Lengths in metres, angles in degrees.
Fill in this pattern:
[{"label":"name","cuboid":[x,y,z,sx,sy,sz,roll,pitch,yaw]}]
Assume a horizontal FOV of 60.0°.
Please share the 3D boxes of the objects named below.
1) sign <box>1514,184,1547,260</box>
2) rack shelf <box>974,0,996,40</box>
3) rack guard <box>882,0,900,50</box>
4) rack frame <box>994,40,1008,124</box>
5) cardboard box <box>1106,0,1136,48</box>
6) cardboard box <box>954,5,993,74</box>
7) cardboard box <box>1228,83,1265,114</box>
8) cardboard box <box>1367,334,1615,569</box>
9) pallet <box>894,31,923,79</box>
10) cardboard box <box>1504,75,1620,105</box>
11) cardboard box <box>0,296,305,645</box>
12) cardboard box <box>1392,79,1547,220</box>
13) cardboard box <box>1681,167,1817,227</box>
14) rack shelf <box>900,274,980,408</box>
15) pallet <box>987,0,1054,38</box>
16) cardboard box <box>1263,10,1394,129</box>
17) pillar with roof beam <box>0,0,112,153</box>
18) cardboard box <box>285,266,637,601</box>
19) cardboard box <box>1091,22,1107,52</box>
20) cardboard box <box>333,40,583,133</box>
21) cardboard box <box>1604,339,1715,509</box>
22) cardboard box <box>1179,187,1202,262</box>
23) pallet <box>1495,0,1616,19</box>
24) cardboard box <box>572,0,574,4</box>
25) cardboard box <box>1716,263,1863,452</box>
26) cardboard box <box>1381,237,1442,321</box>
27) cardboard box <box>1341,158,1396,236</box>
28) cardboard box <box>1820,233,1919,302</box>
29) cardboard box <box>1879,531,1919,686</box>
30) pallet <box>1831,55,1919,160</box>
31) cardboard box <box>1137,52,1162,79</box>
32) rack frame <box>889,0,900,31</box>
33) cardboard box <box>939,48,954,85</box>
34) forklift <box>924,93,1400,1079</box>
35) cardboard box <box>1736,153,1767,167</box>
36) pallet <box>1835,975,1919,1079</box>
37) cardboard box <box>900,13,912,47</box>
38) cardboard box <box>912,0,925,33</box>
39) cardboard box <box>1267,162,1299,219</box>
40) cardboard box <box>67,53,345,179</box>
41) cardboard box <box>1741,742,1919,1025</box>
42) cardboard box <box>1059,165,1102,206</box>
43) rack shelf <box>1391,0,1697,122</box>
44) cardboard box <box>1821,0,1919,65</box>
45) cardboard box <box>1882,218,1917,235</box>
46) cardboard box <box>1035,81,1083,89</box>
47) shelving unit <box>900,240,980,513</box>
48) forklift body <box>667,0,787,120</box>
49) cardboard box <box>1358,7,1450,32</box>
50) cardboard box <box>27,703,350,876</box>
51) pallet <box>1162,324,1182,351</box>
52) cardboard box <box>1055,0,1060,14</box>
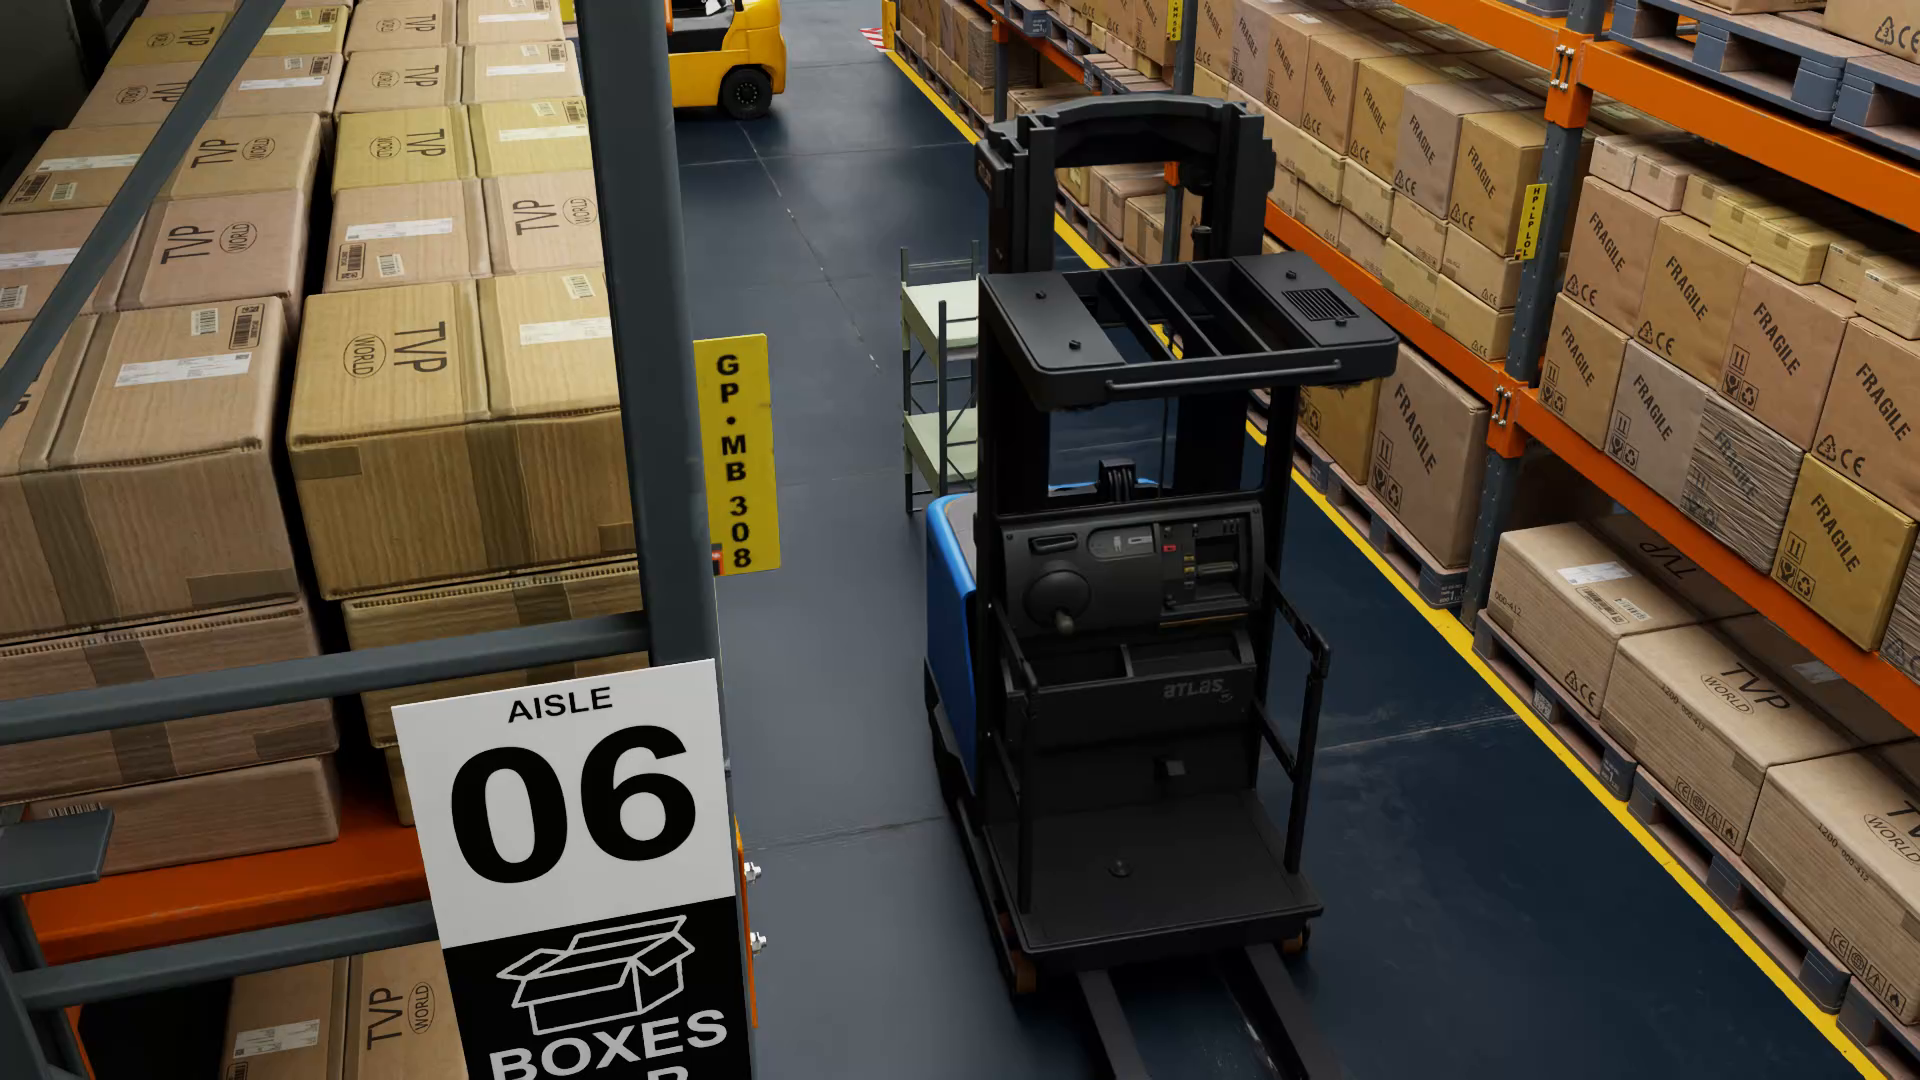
[{"label":"sign","cuboid":[2.399,-1.334,6.984,0.100,0.325,0.005,-8,31,-13]},{"label":"rack shelf","cuboid":[0.265,-5.463,15.911,1.077,0.370,4.000,-8,31,-13]},{"label":"rack guard","cuboid":[-0.245,-5.621,17.963,1.175,0.500,0.348,-8,31,-13]},{"label":"rack frame","cuboid":[0.796,-4.808,14.062,1.000,3.000,0.127,-8,31,-13]},{"label":"cardboard box","cuboid":[1.322,-3.661,11.264,0.500,0.500,0.500,-8,31,-14]},{"label":"cardboard box","cuboid":[0.244,-4.620,15.314,0.500,0.500,0.500,-7,31,-12]},{"label":"cardboard box","cuboid":[1.891,-2.500,9.726,0.500,0.250,0.500,-7,31,-12]},{"label":"cardboard box","cuboid":[2.678,-0.495,8.313,0.875,0.875,0.875,-7,31,-12]},{"label":"pallet","cuboid":[-0.064,-5.099,17.349,1.003,0.211,1.213,-8,31,-13]},{"label":"cardboard box","cuboid":[2.918,-1.913,7.963,0.500,0.500,0.500,-8,31,-14]},{"label":"cardboard box","cuboid":[-1.190,-0.106,2.299,0.500,0.250,0.500,-9,31,-15]},{"label":"cardboard box","cuboid":[2.415,-1.851,7.856,0.500,0.500,0.500,-7,31,-12]},{"label":"cardboard box","cuboid":[2.945,-1.274,6.212,0.380,0.149,0.250,-8,31,-14]},{"label":"rack shelf","cuboid":[-0.002,-0.990,8.184,0.431,0.370,0.720,-8,31,-13]},{"label":"pallet","cuboid":[0.859,-4.336,13.439,1.003,0.211,1.213,-8,31,-13]},{"label":"cardboard box","cuboid":[2.017,-2.591,9.134,0.500,0.500,0.500,-7,31,-12]},{"label":"pillar with roof beam","cuboid":[1.601,-2.995,4.942,9.100,9.000,0.400,-8,31,-13]},{"label":"cardboard box","cuboid":[-0.679,-0.177,2.420,0.500,0.250,0.500,-8,31,-14]},{"label":"cardboard box","cuboid":[1.147,-3.565,11.747,0.380,0.149,0.250,-7,31,-12]},{"label":"cardboard box","cuboid":[-1.087,-0.910,3.688,0.500,0.250,0.500,-7,31,-12]},{"label":"cardboard box","cuboid":[2.921,-0.482,6.489,0.500,0.500,0.500,-8,31,-13]},{"label":"cardboard box","cuboid":[1.961,-1.794,10.556,0.875,0.875,0.875,-8,31,-14]},{"label":"pallet","cuboid":[2.629,-2.596,7.437,0.805,0.209,1.217,-9,31,-15]},{"label":"cardboard box","cuboid":[-1.596,-2.024,5.989,0.380,0.149,0.250,-8,31,-13]},{"label":"cardboard box","cuboid":[3.066,-0.664,5.805,0.500,0.500,0.500,-7,31,-12]},{"label":"cardboard box","cuboid":[2.424,-1.308,8.166,0.500,0.250,0.500,-8,31,-14]},{"label":"cardboard box","cuboid":[2.285,-1.766,8.457,0.500,0.250,0.500,-7,31,-12]},{"label":"cardboard box","cuboid":[3.141,-0.904,5.571,0.380,0.149,0.250,-8,31,-13]},{"label":"cardboard box","cuboid":[3.333,0.255,5.215,0.500,0.500,0.500,-7,31,-12]},{"label":"pallet","cuboid":[3.447,-1.219,4.956,1.003,0.211,1.213,-8,31,-13]},{"label":"cardboard box","cuboid":[1.403,-3.196,11.109,0.380,0.149,0.250,-7,31,-13]},{"label":"rack frame","cuboid":[-0.265,-6.740,17.400,1.000,3.000,0.127,-8,31,-13]},{"label":"cardboard box","cuboid":[0.099,-4.552,15.945,0.500,0.250,0.500,-7,31,-13]},{"label":"forklift","cuboid":[0.651,0.150,5.565,1.130,2.935,3.031,-6,31,-10]},{"label":"cardboard box","cuboid":[3.274,-1.453,6.520,0.380,0.149,0.250,-7,31,-12]},{"label":"pallet","cuboid":[3.694,1.819,5.397,1.003,0.211,1.213,-8,31,-13]},{"label":"cardboard box","cuboid":[-0.318,-5.305,17.247,0.500,0.250,0.500,-8,31,-14]},{"label":"cardboard box","cuboid":[-0.168,-5.366,16.604,0.500,0.500,0.500,-9,31,-15]},{"label":"cardboard box","cuboid":[2.032,-2.042,9.432,0.500,0.250,0.500,-7,31,-12]},{"label":"cardboard box","cuboid":[-1.581,-0.850,3.584,0.500,0.250,0.500,-8,31,-13]},{"label":"cardboard box","cuboid":[3.459,1.169,5.875,0.875,0.438,0.875,-7,31,-12]},{"label":"cardboard box","cuboid":[1.318,-2.917,12.999,0.950,0.372,0.625,-7,31,-12]},{"label":"rack shelf","cuboid":[2.389,-2.897,8.484,1.077,0.370,4.000,-8,31,-13]},{"label":"cardboard box","cuboid":[3.309,-1.865,5.361,0.797,0.503,0.637,-5,31,-9]},{"label":"cardboard box","cuboid":[3.516,-1.095,5.902,0.380,0.149,0.250,-8,31,-14]},{"label":"cardboard box","cuboid":[0.900,-4.121,15.200,0.500,0.250,0.500,-9,31,-16]},{"label":"shelving unit","cuboid":[-0.002,-0.652,8.380,0.431,1.500,0.755,-8,31,-13]},{"label":"forklift body","cuboid":[-2.788,-5.037,15.306,2.313,2.155,1.214,-8,31,-13]},{"label":"cardboard box","cuboid":[2.517,-2.650,9.236,0.500,0.500,0.500,-8,31,-13]},{"label":"cardboard box","cuboid":[-1.111,0.336,2.431,0.380,0.149,0.250,-7,31,-12]},{"label":"pallet","cuboid":[1.995,-1.278,10.748,1.003,0.211,1.213,-8,31,-13]},{"label":"cardboard box","cuboid":[0.937,-4.074,12.626,0.380,0.149,0.250,-8,31,-13]}]
